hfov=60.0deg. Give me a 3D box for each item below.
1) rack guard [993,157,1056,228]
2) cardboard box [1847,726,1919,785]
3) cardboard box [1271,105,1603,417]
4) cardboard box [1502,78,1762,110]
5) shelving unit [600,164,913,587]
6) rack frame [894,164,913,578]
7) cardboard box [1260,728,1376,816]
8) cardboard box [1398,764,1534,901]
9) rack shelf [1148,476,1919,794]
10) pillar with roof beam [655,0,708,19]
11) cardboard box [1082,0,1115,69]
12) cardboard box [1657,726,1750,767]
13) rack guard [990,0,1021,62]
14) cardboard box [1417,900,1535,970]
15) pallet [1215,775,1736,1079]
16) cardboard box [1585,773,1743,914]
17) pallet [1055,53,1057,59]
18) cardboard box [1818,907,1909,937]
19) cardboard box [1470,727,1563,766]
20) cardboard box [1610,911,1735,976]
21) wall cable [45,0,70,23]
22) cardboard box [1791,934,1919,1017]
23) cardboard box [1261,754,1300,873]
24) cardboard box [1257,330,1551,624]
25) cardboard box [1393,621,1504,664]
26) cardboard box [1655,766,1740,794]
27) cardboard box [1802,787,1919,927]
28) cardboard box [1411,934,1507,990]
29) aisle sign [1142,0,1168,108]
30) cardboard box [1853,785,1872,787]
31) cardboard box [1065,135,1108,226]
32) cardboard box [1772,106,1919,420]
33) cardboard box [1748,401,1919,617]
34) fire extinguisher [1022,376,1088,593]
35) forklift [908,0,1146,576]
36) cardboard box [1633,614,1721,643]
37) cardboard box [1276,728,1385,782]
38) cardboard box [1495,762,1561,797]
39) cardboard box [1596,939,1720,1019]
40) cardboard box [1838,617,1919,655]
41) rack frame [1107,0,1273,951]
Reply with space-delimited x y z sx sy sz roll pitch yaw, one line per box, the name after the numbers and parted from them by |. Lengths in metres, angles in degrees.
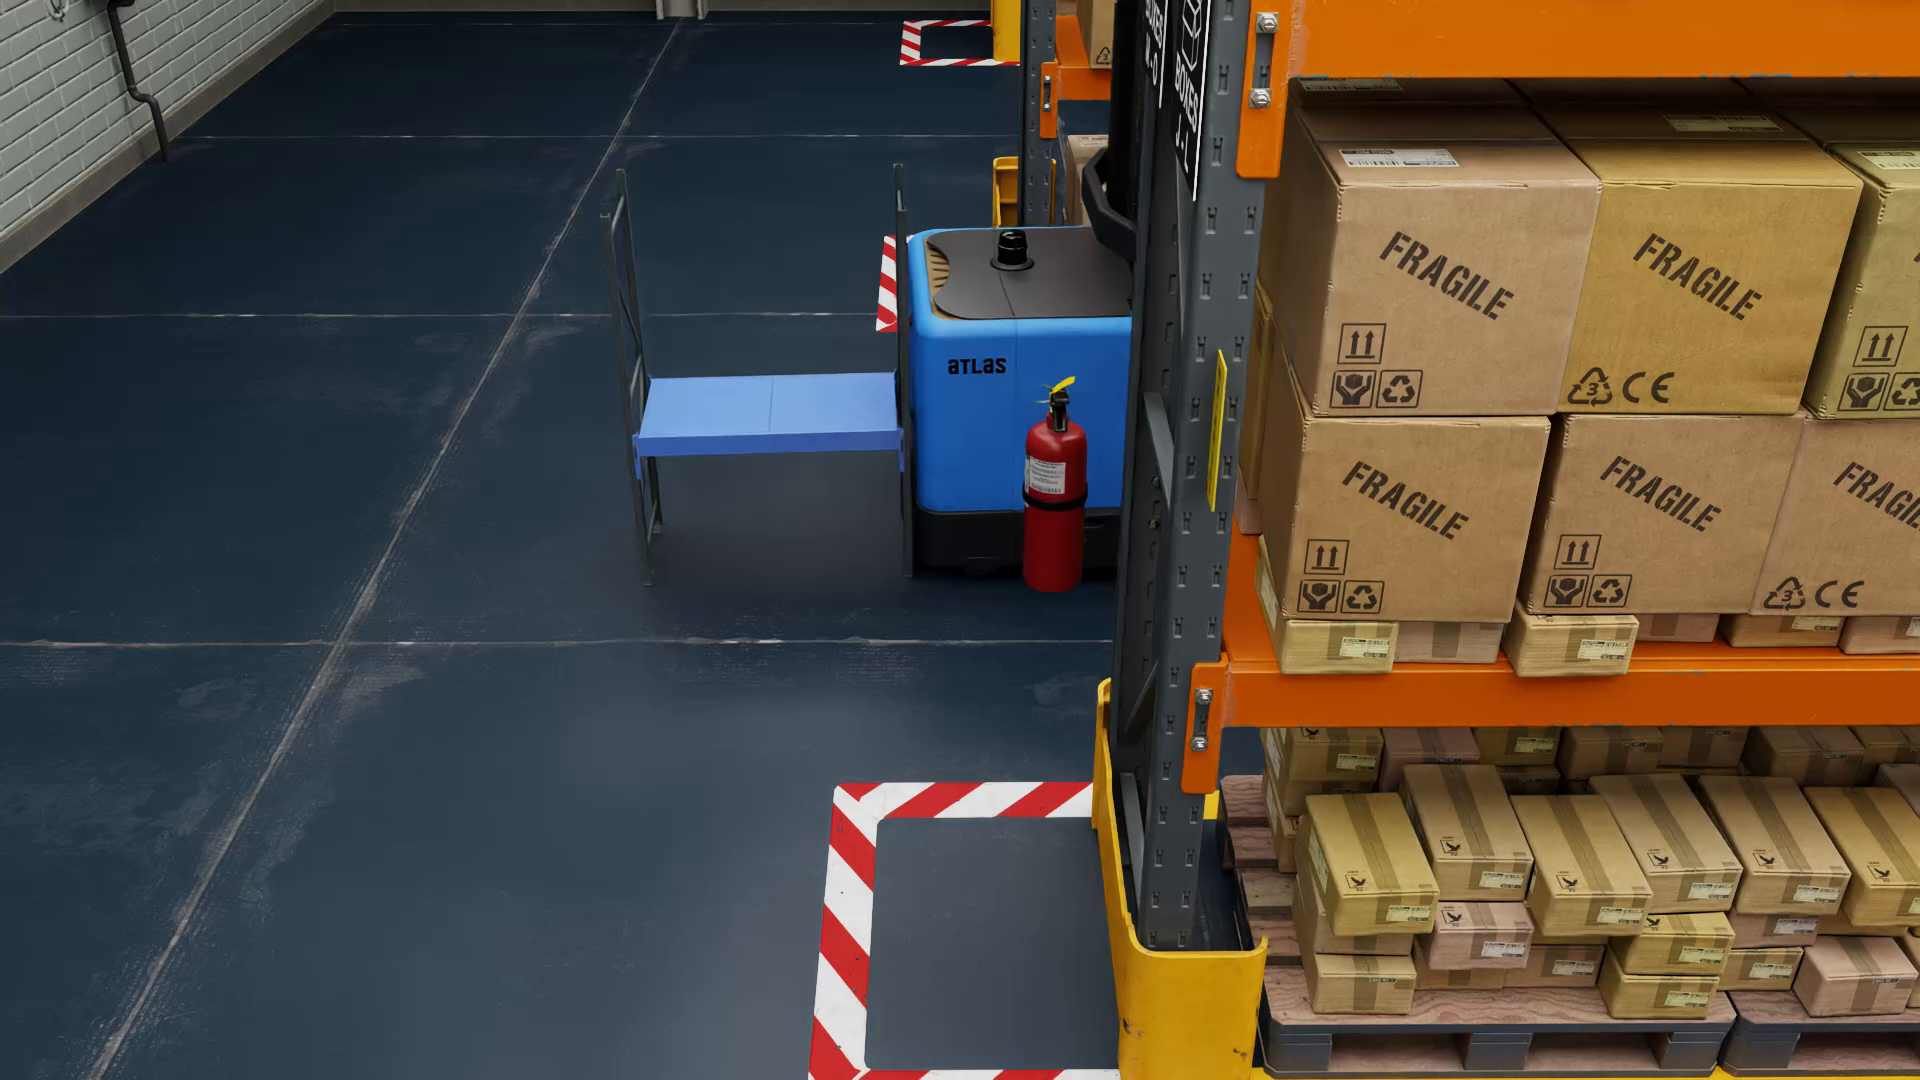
0.363 -1.631 8.956 0.348 0.500 1.175 0 31 0 | rack guard
2.609 0.525 4.763 0.250 0.149 0.380 0 31 0 | cardboard box
0.969 -0.594 3.490 0.500 0.500 0.500 0 31 -1 | cardboard box
1.481 -0.862 3.932 0.500 0.500 0.500 -1 31 -2 | cardboard box
-0.722 -0.606 6.303 1.048 1.500 0.538 -2 31 -3 | shelving unit
-0.215 -0.622 6.329 0.032 1.500 0.500 -2 31 -3 | rack frame
1.044 0.630 4.877 0.250 0.149 0.380 -1 31 -2 | cardboard box
1.319 0.764 4.369 0.250 0.149 0.380 0 31 1 | cardboard box
2.518 0.169 4.274 4.000 0.370 1.077 0 31 0 | rack shelf
-2.322 -6.065 8.072 0.400 9.000 9.100 0 31 0 | pillar with roof beam
0.869 -2.595 8.039 0.500 0.500 0.500 0 31 -1 | cardboard box
2.083 0.484 4.831 0.250 0.149 0.380 1 31 2 | cardboard box
0.429 -4.206 13.200 0.348 0.500 1.175 0 31 0 | rack guard
1.318 0.940 4.366 0.250 0.149 0.380 0 31 -1 | cardboard box
1.407 1.075 4.774 1.213 0.211 1.003 0 31 0 | pallet
1.819 0.786 4.333 0.250 0.149 0.380 -2 31 -3 | cardboard box
1.227 -4.085 13.280 1.213 0.211 1.003 0 31 0 | pallet
2.355 0.876 4.471 0.250 0.149 0.380 1 31 2 | cardboard box
1.556 0.482 4.834 0.250 0.149 0.380 -1 31 -1 | cardboard box
1.819 0.948 4.352 0.250 0.149 0.380 1 31 1 | cardboard box
-5.272 -3.840 9.208 0.122 1.984 0.588 0 31 0 | wall cable
2.314 1.074 4.432 0.250 0.149 0.380 -2 31 -3 | cardboard box
1.043 0.797 4.888 0.250 0.149 0.380 0 31 1 | cardboard box
0.969 -0.161 3.740 0.500 0.500 0.500 1 31 2 | cardboard box
1.098 0.122 3.900 0.250 0.149 0.380 1 31 1 | cardboard box
2.081 0.619 4.895 0.250 0.149 0.380 0 31 0 | cardboard box
2.360 0.813 4.289 0.250 0.149 0.380 0 31 0 | cardboard box
1.305 1.028 4.508 0.250 0.149 0.380 0 31 0 | cardboard box
0.443 -1.399 3.659 0.004 0.787 0.394 0 31 0 | aisle sign
2.613 0.613 4.905 0.250 0.149 0.380 0 31 0 | cardboard box
1.047 -1.838 8.953 0.875 0.438 0.875 -1 31 -2 | cardboard box
1.993 -0.589 3.481 0.500 0.500 0.500 -1 31 -1 | cardboard box
1.994 -0.170 3.756 0.500 0.500 0.500 0 31 0 | cardboard box
0.263 -0.179 4.587 0.183 0.674 0.296 0 31 0 | fire extinguisher
1.314 -1.401 6.233 3.031 2.935 1.130 -2 31 -3 | forklift
1.626 0.077 3.974 0.250 0.149 0.380 1 31 2 | cardboard box
1.046 0.519 4.772 0.250 0.149 0.380 0 31 0 | cardboard box
1.564 0.627 4.881 0.250 0.149 0.380 -1 31 -2 | cardboard box
1.810 1.080 4.422 0.250 0.149 0.380 0 31 0 | cardboard box
2.144 0.102 3.932 0.250 0.149 0.380 -1 31 -1 | cardboard box
0.518 -0.133 4.077 0.127 3.000 1.000 0 31 0 | rack frame
